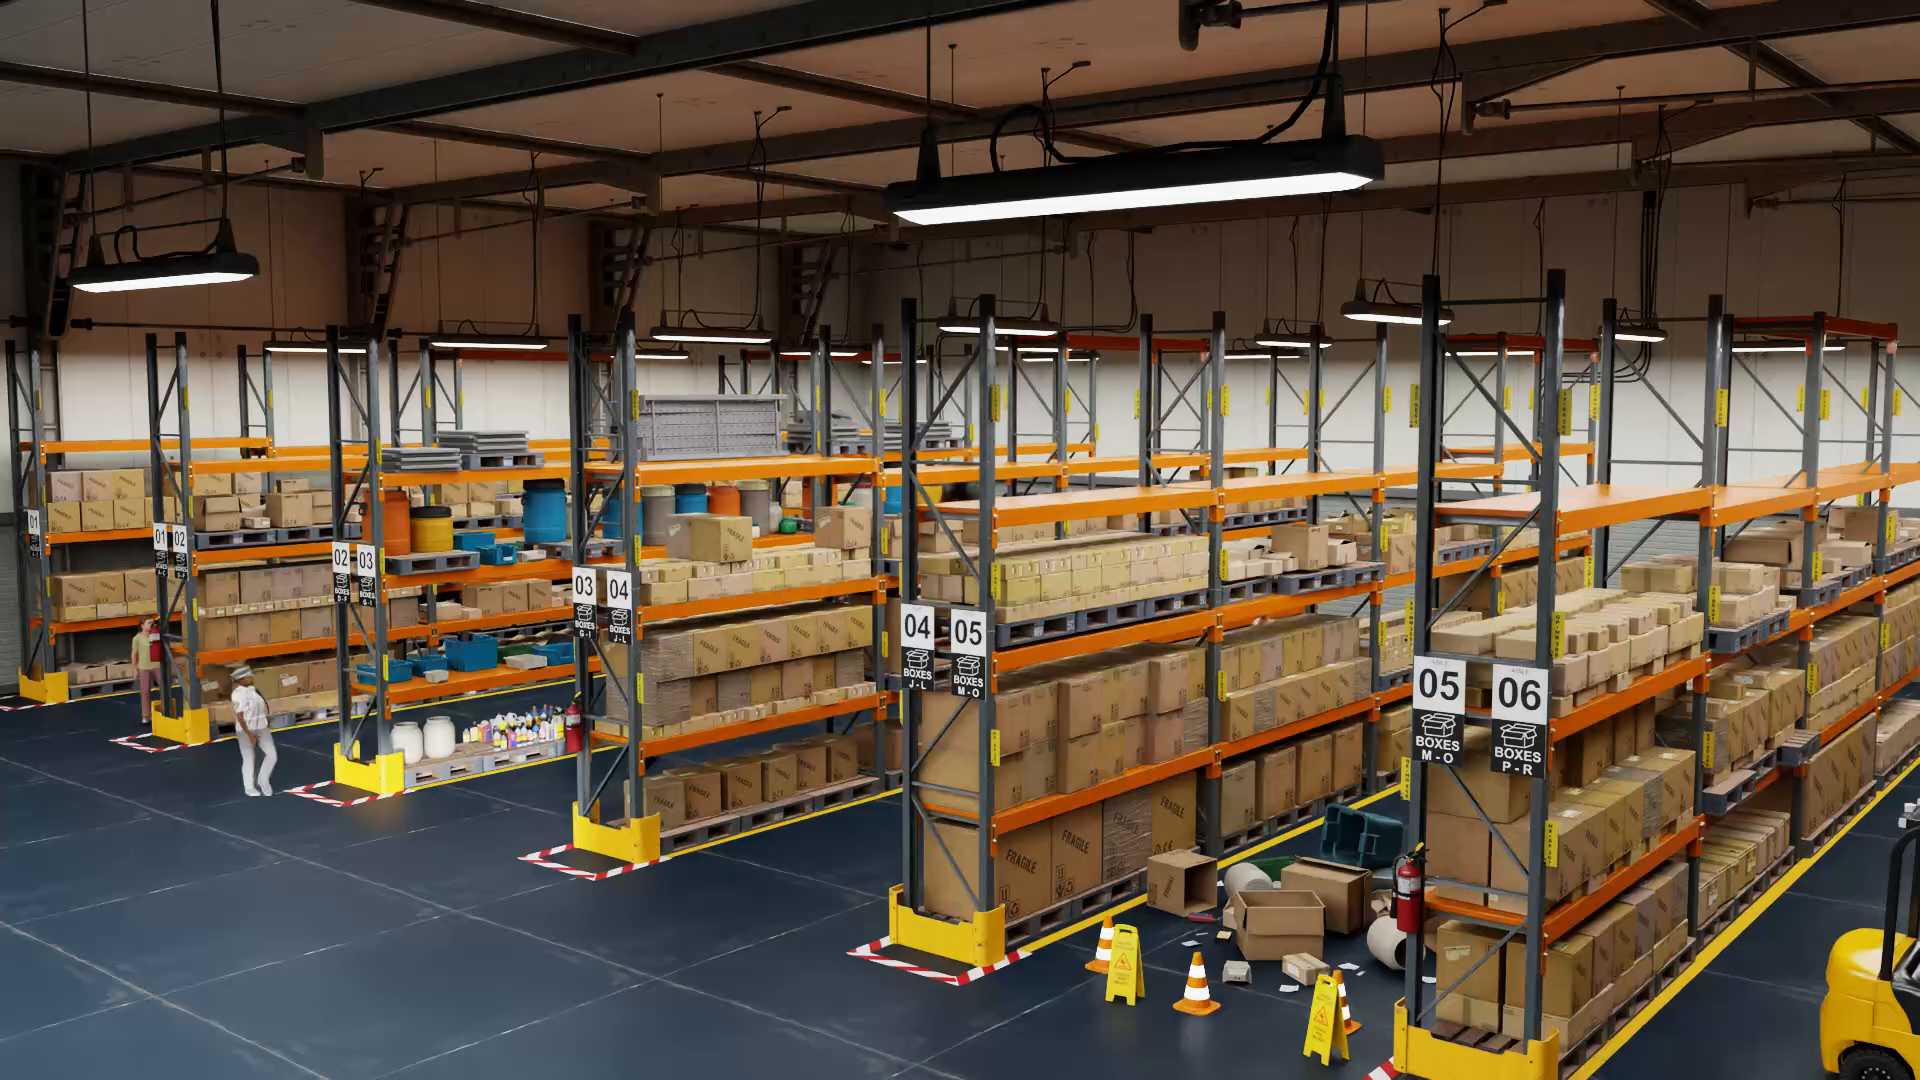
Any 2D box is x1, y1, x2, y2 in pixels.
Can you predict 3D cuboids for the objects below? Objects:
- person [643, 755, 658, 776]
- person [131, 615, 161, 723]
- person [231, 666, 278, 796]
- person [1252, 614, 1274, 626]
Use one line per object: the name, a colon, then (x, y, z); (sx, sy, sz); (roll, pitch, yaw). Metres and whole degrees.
person: (-3.991, 2.473, 20.960); (0.390, 1.588, 0.432); (-1, 5, -16)
person: (-12.584, 2.015, 25.918); (0.580, 1.692, 0.360); (-3, 6, -32)
person: (-8.959, 2.429, 21.046); (0.475, 1.696, 0.467); (5, 7, 42)
person: (4.841, 1.866, 26.763); (0.557, 1.727, 1.060); (4, 6, 36)
